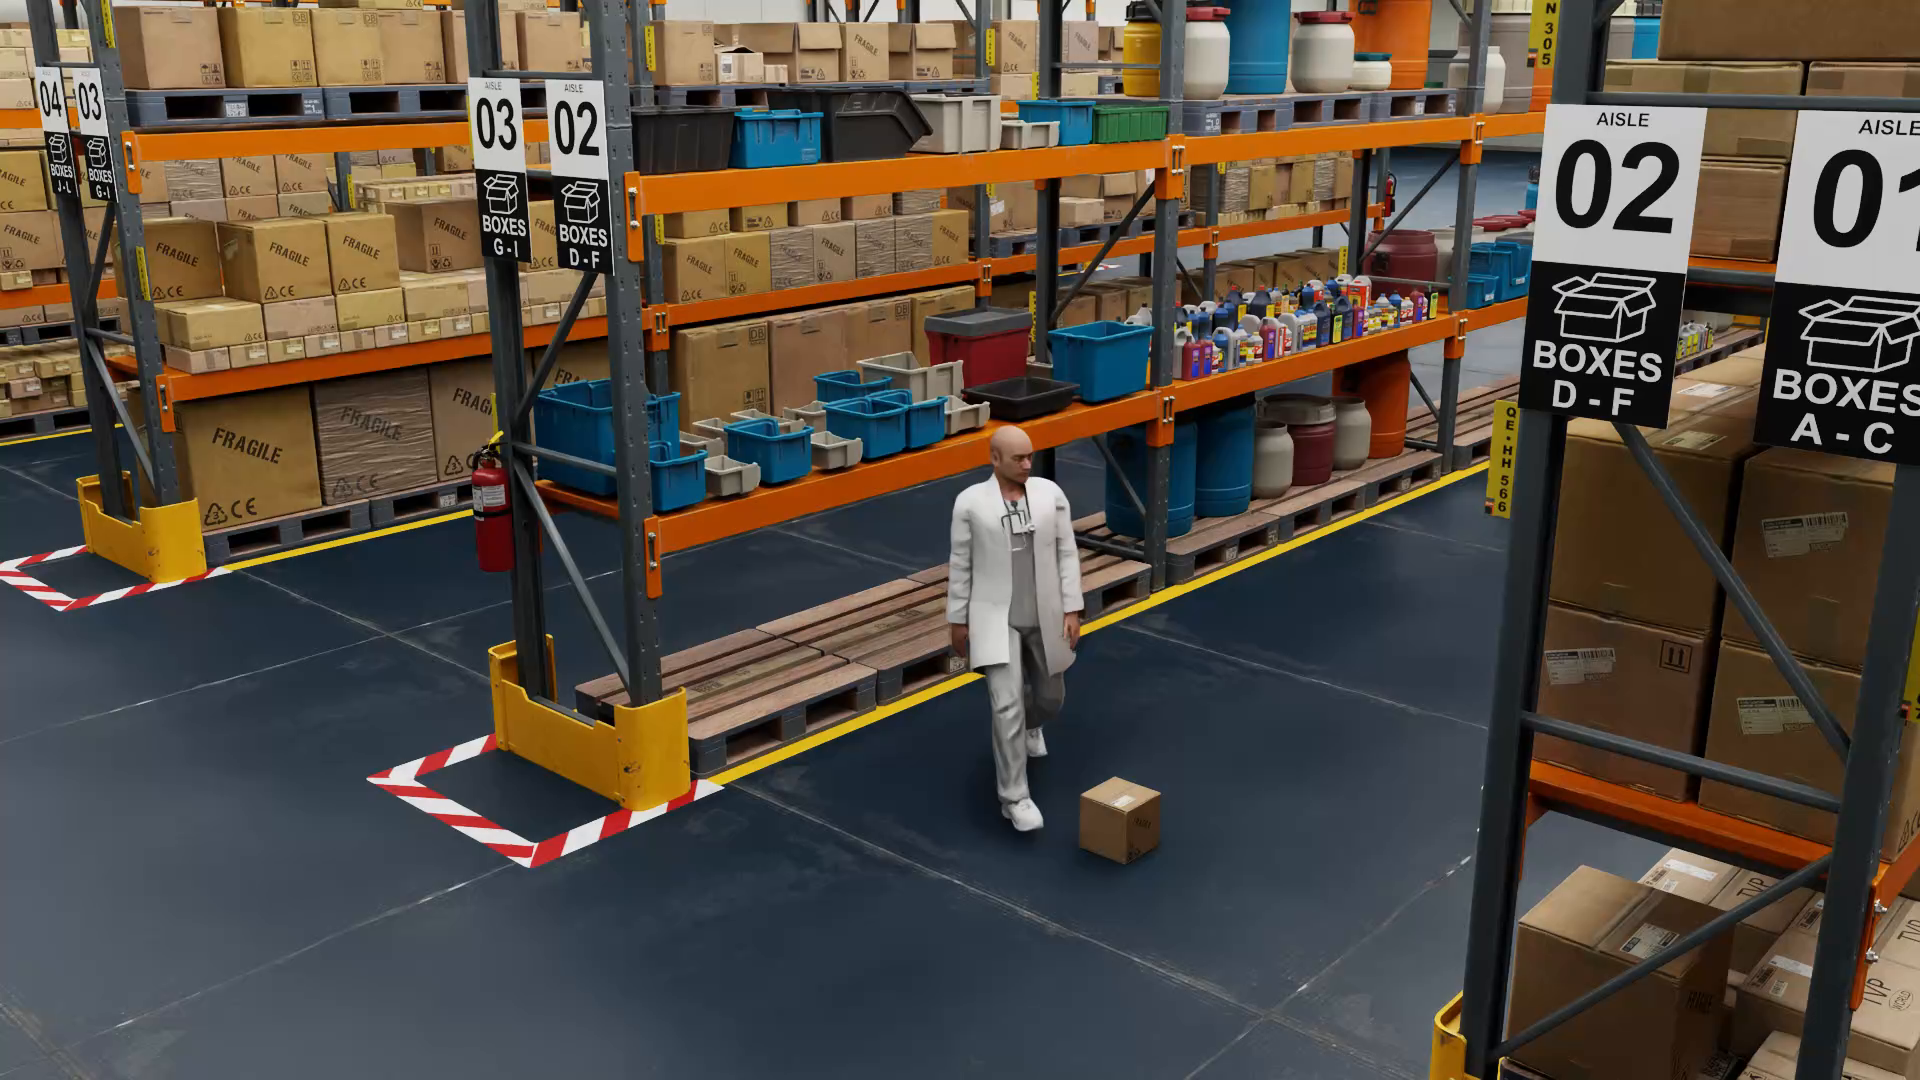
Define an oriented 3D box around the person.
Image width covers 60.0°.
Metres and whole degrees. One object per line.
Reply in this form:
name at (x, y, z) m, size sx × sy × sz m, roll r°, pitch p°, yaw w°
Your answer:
person at (0.267, 0.344, 7.465) m, size 0.615 × 1.713 × 1.062 m, roll -4°, pitch 17°, yaw -14°
